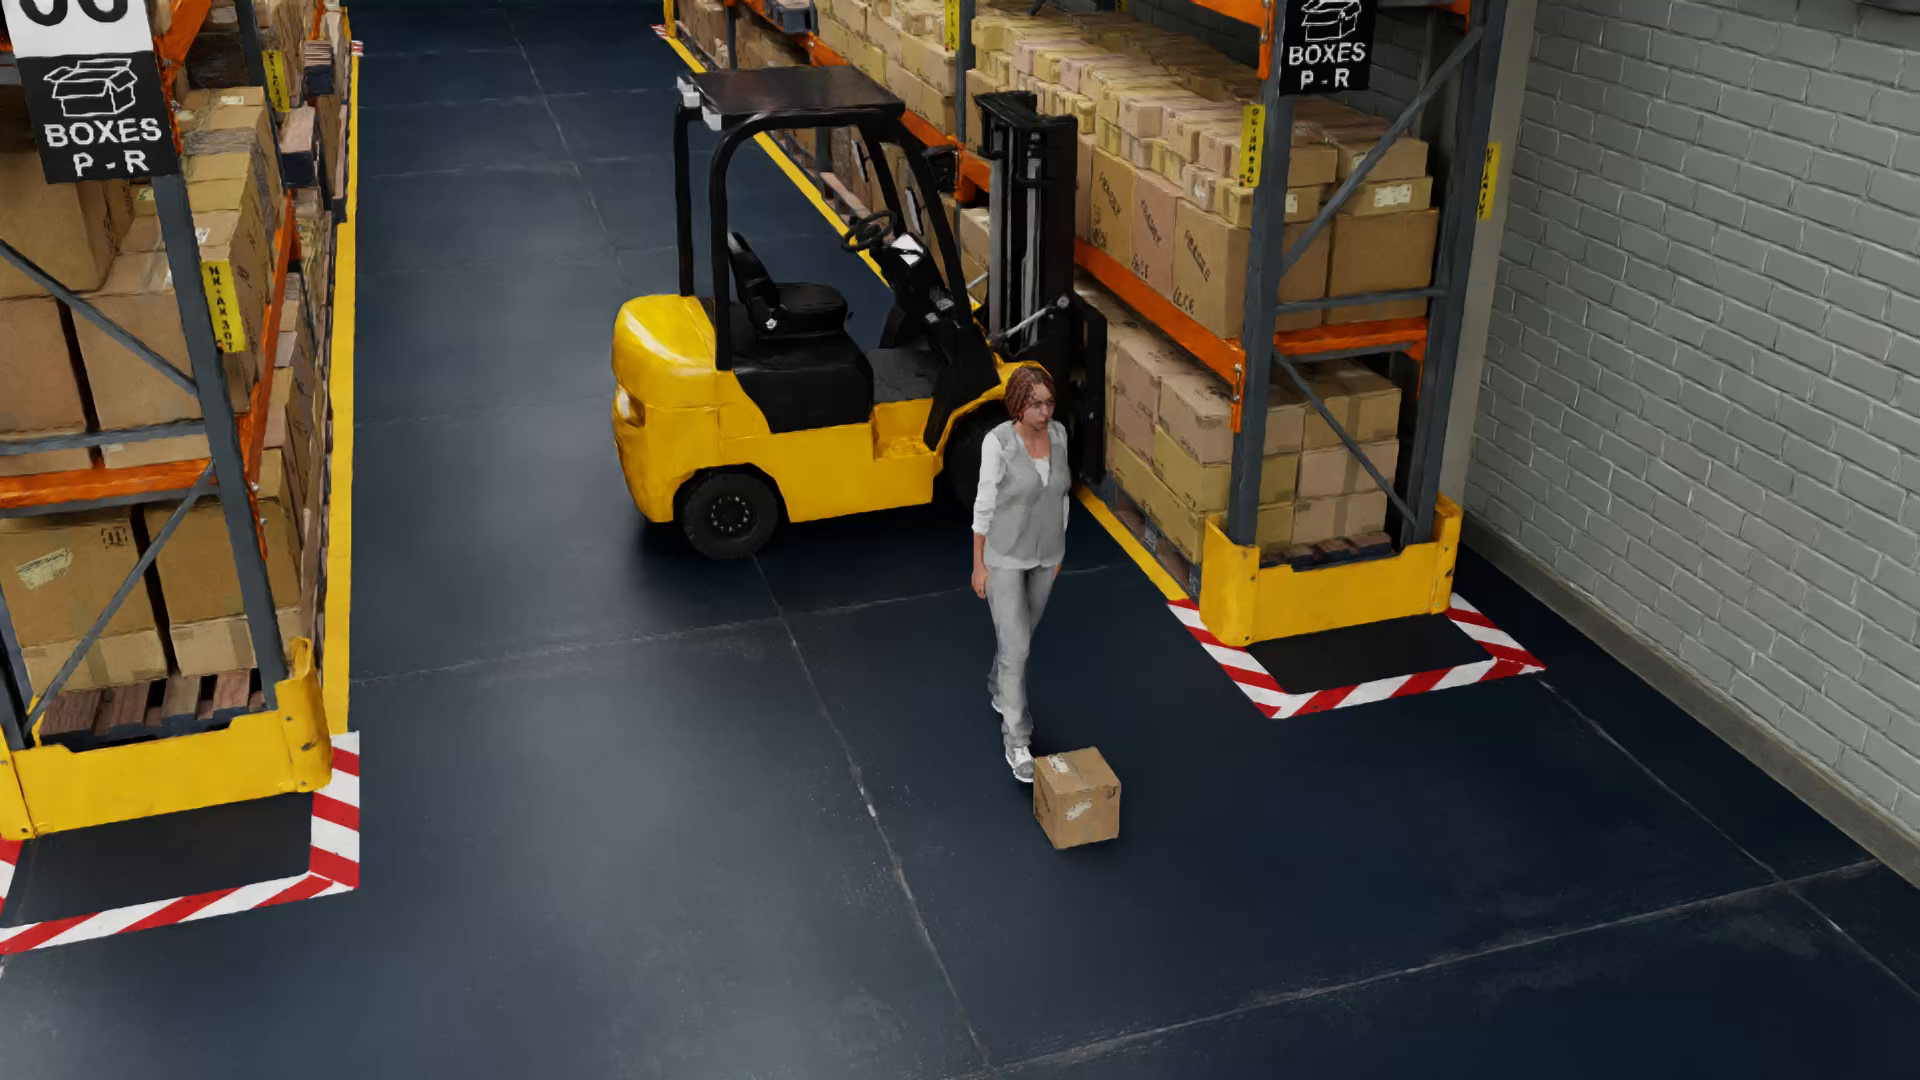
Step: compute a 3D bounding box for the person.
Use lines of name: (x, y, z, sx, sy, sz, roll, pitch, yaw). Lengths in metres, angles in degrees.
person: (0.275, 0.107, 6.402, 0.435, 1.584, 0.644, -16, 31, -29)
